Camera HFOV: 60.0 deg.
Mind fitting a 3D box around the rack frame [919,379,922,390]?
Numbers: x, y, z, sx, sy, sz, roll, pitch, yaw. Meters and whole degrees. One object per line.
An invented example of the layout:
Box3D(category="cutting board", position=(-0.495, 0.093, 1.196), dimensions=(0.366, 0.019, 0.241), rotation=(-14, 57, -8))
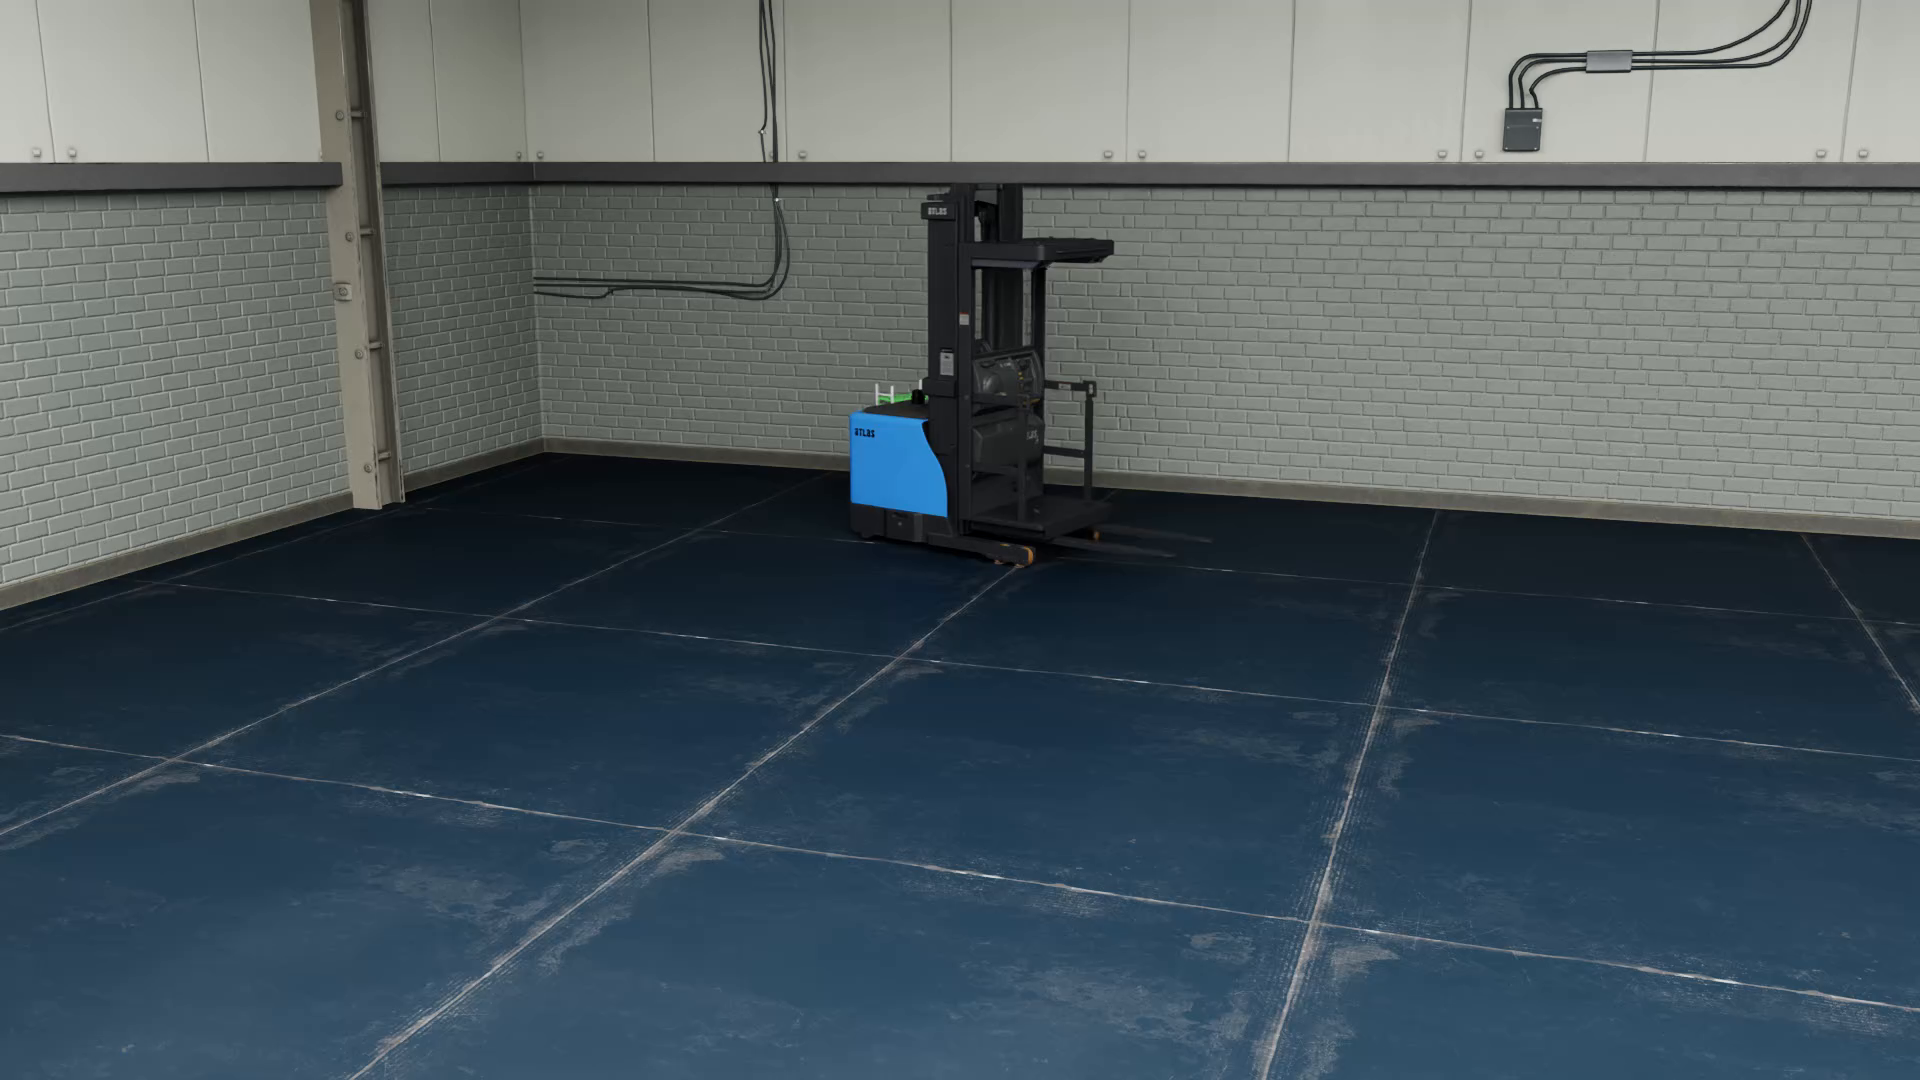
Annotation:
Box3D(category="rack frame", position=(-0.284, -0.838, 14.959), dimensions=(0.015, 1.200, 0.240), rotation=(-11, 16, -39))

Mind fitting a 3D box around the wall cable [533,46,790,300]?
Box3D(category="wall cable", position=(-3.195, -3.730, 17.084), dimensions=(3.097, 2.526, 0.112), rotation=(4, 14, 18))

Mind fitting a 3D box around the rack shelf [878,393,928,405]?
Box3D(category="rack shelf", position=(-0.473, -1.209, 14.715), dimensions=(0.480, 0.148, 0.258), rotation=(-11, 16, -39))

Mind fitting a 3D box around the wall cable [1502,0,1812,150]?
Box3D(category="wall cable", position=(5.783, -6.215, 13.350), dimensions=(2.305, 6.003, 0.169), rotation=(4, 14, 18))

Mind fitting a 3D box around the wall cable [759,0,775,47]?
Box3D(category="wall cable", position=(-0.635, -5.997, 15.668), dimensions=(3.097, 2.526, 0.112), rotation=(4, 14, 18))

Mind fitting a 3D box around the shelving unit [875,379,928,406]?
Box3D(category="shelving unit", position=(-0.471, -0.803, 14.806), dimensions=(0.503, 1.200, 0.258), rotation=(-11, 16, -39))

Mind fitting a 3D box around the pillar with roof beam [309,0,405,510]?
Box3D(category="pillar with roof beam", position=(-1.326, -4.408, 13.080), dimensions=(9.100, 9.000, 0.400), rotation=(4, 14, 18))

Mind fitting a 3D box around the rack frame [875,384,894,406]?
Box3D(category="rack frame", position=(-0.658, -0.768, 14.653), dimensions=(0.015, 1.200, 0.240), rotation=(-11, 16, -39))

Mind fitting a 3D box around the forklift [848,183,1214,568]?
Box3D(category="forklift", position=(0.555, -1.344, 13.289), dimensions=(3.031, 2.935, 1.130), rotation=(9, 16, 34))
